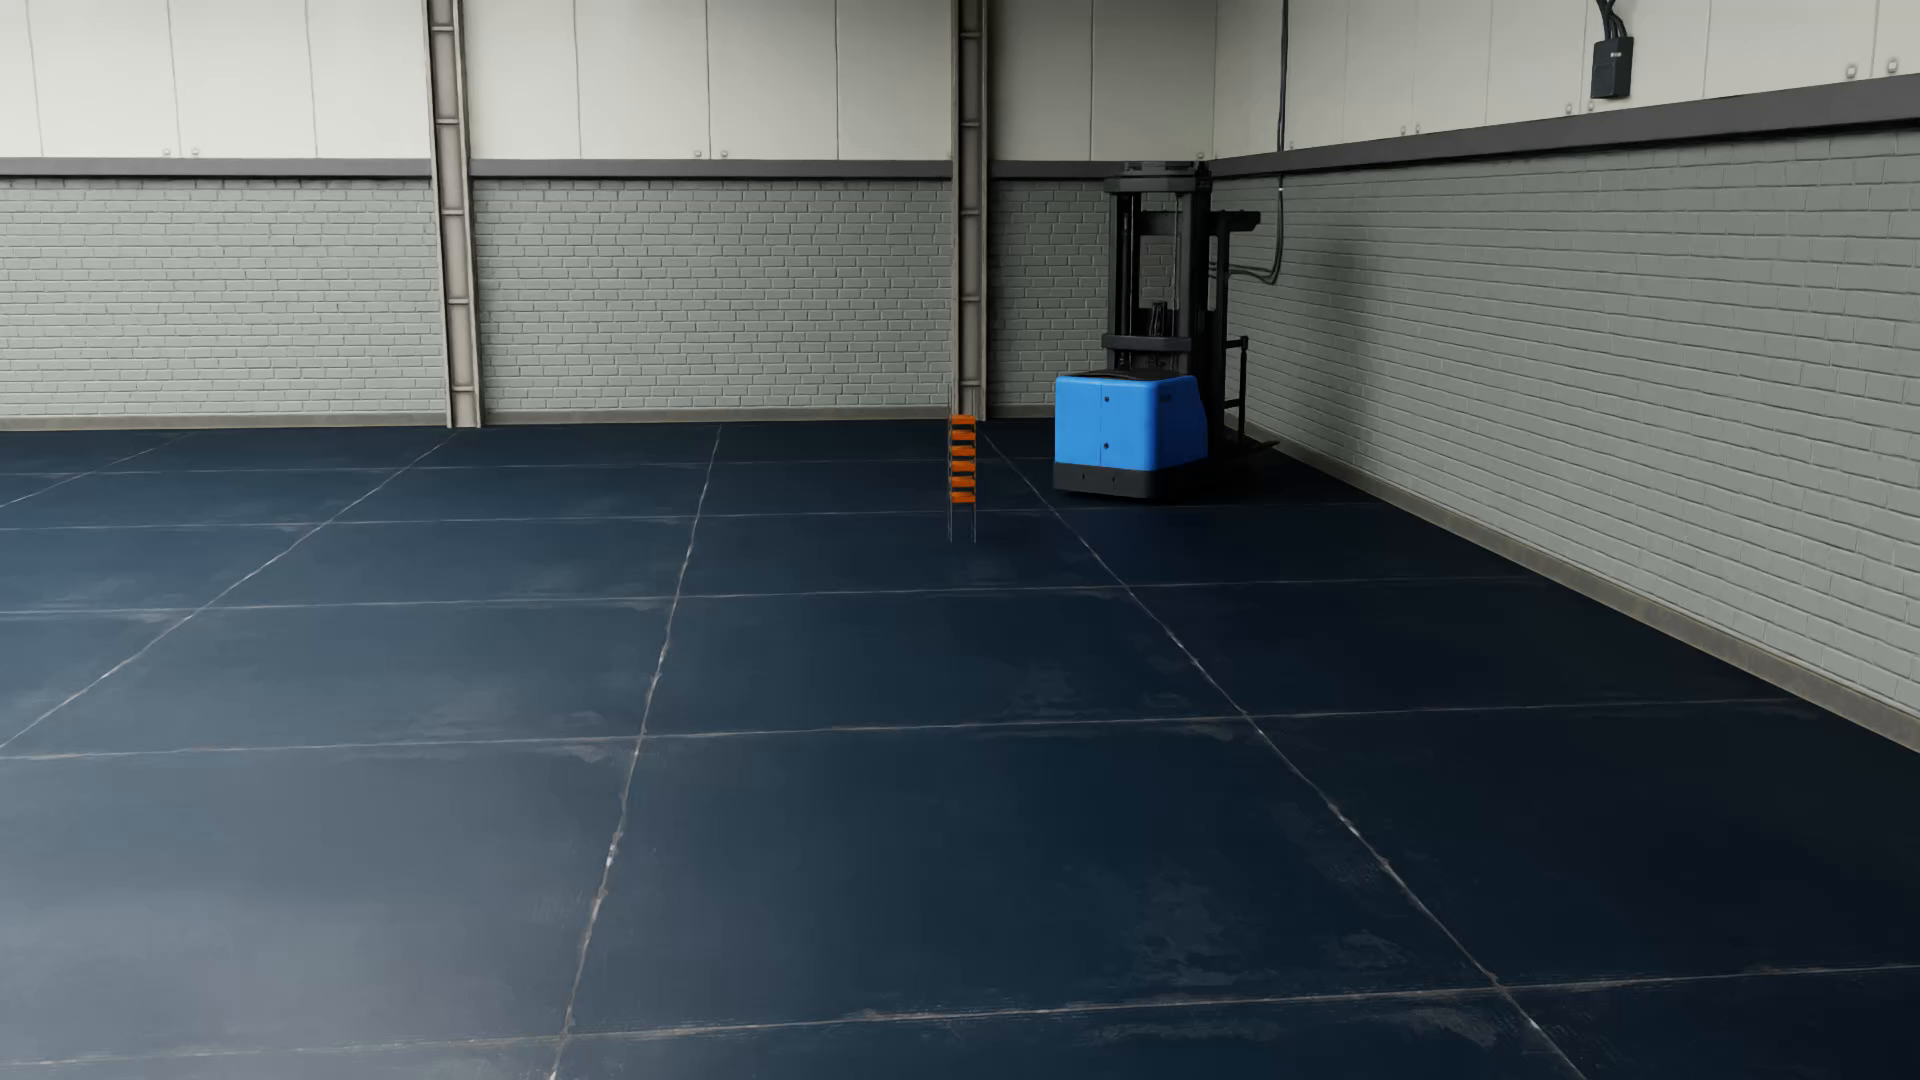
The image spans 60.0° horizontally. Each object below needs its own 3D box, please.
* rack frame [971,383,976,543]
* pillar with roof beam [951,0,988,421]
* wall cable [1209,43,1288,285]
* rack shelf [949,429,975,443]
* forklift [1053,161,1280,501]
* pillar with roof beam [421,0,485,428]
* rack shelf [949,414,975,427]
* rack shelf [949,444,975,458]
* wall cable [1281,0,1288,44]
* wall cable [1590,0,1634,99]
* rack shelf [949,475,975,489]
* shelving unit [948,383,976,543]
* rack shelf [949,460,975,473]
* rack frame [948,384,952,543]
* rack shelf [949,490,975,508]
[{"bbox_3d":[0.105,-0.591,12.764,0.006,1.200,0.240,-1,11,-6],"label":"rack frame"},{"bbox_3d":[0.573,-5.065,15.303,0.400,9.000,9.100,-1,11,-6],"label":"pillar with roof beam"},{"bbox_3d":[3.180,-4.175,18.824,0.112,2.526,3.097,-1,11,-6],"label":"wall cable"},{"bbox_3d":[0.014,-0.781,12.716,0.180,0.103,0.258,-1,11,-6],"label":"rack shelf"},{"bbox_3d":[2.087,-2.011,15.500,1.130,2.935,3.031,8,14,34],"label":"forklift"},{"bbox_3d":[-5.392,-4.940,14.667,0.400,9.000,9.100,-1,11,-6],"label":"pillar with roof beam"},{"bbox_3d":[0.014,-0.899,12.693,0.180,0.103,0.258,-1,11,-6],"label":"rack shelf"},{"bbox_3d":[0.014,-0.663,12.739,0.180,0.103,0.258,-1,11,-6],"label":"rack shelf"},{"bbox_3d":[3.472,-6.134,15.698,0.112,2.526,3.097,-1,11,-6],"label":"wall cable"},{"bbox_3d":[4.189,-5.546,8.934,0.169,6.003,2.305,-1,11,-6],"label":"wall cable"},{"bbox_3d":[0.014,-0.428,12.786,0.180,0.103,0.258,-1,11,-6],"label":"rack shelf"},{"bbox_3d":[0.014,-0.589,12.754,0.189,1.200,0.258,-1,11,-6],"label":"shelving unit"},{"bbox_3d":[0.014,-0.545,12.762,0.180,0.103,0.258,-1,11,-6],"label":"rack shelf"},{"bbox_3d":[-0.077,-0.587,12.744,0.006,1.200,0.240,-1,11,-6],"label":"rack frame"},{"bbox_3d":[0.014,-0.310,12.809,0.180,0.103,0.258,-1,11,-6],"label":"rack shelf"}]
